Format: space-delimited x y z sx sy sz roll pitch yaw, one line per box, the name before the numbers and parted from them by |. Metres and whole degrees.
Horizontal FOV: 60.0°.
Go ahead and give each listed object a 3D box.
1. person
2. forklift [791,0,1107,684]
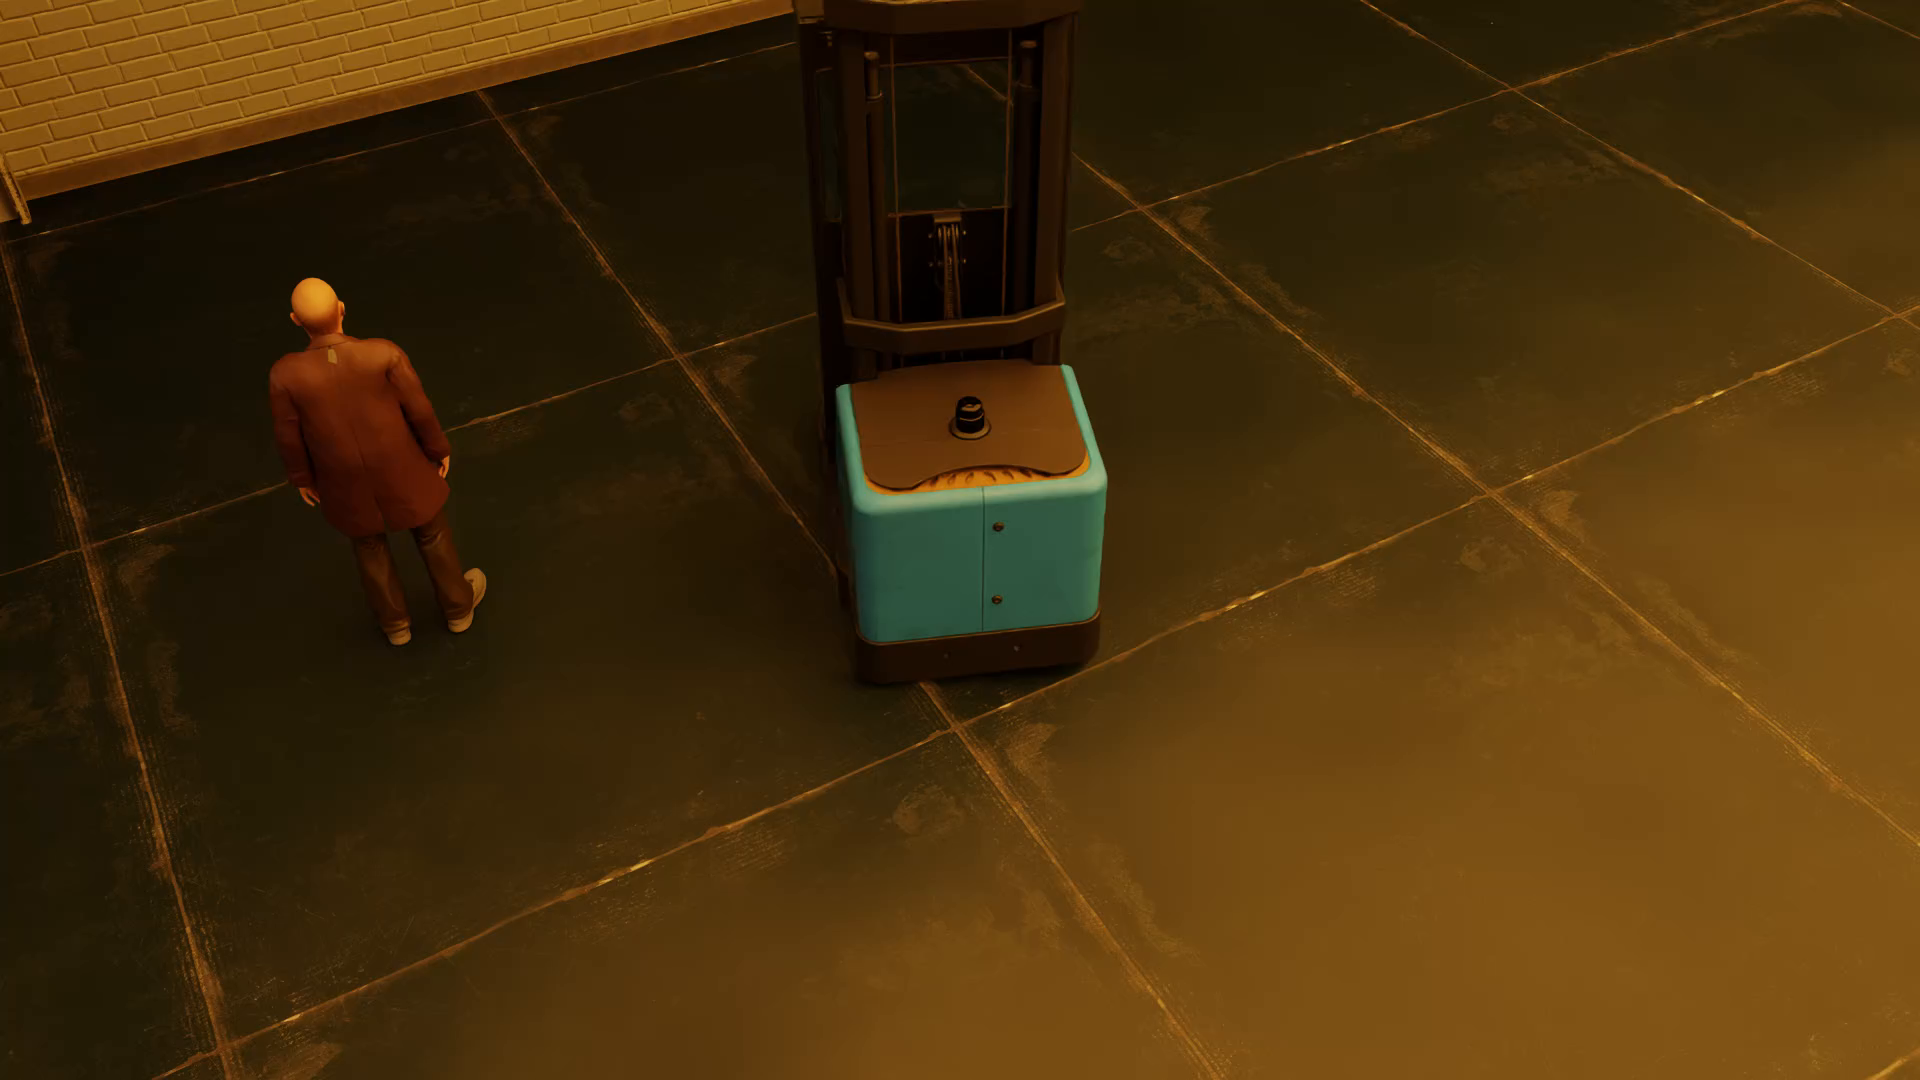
person | -2.432 -0.298 6.870 0.653 1.774 0.423 -11 44 -12
forklift | -0.124 -1.470 7.283 1.130 2.935 3.031 -6 43 -6
